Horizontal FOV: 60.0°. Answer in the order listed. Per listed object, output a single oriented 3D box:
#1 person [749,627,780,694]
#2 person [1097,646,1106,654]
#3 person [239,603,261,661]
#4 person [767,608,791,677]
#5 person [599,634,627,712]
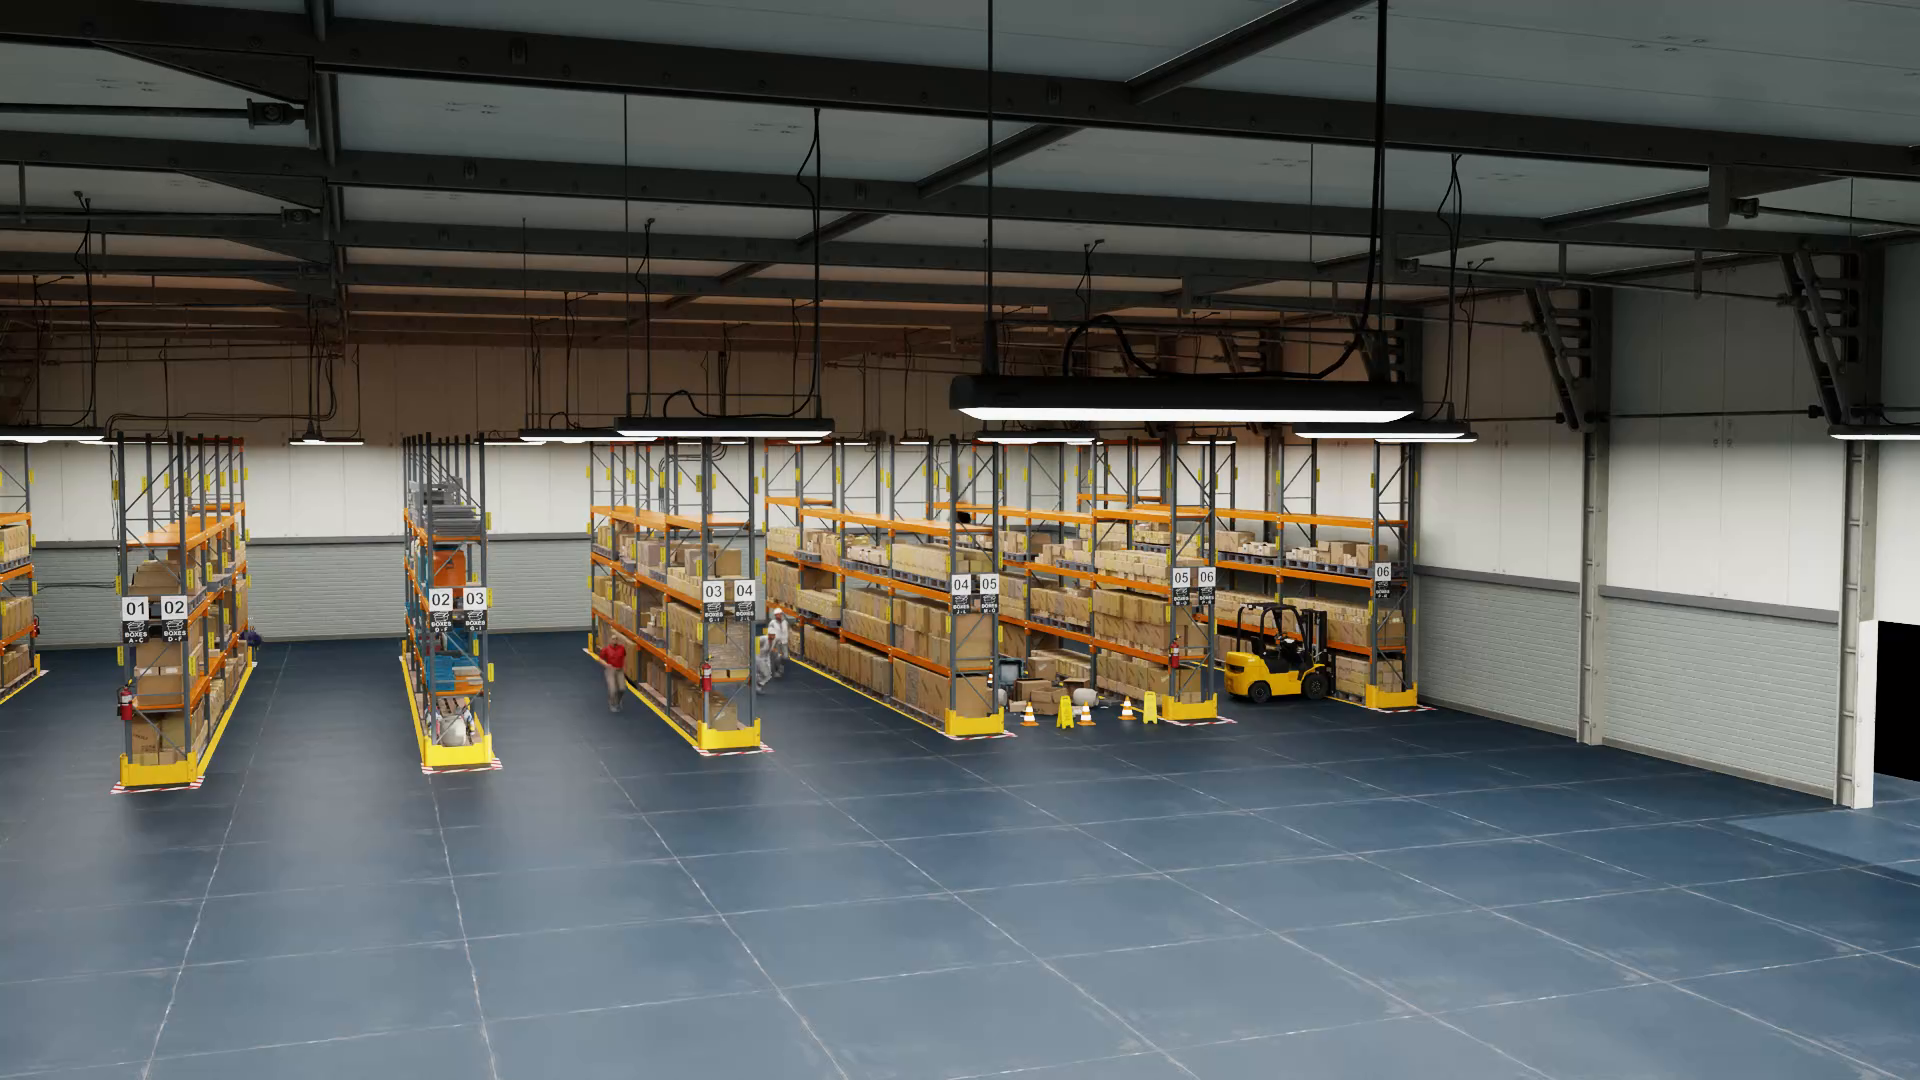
[{"bbox_3d":[-4.546,2.798,38.531,0.828,1.590,0.693,3,4,44],"label":"person"},{"bbox_3d":[3.696,2.462,43.083,0.675,1.807,0.693,-1,3,-20],"label":"person"},{"bbox_3d":[-19.071,2.447,44.496,0.604,1.618,0.595,0,3,2],"label":"person"},{"bbox_3d":[-4.488,2.558,41.434,0.640,1.726,0.662,-1,3,-24],"label":"person"},{"bbox_3d":[-7.463,2.882,35.944,0.660,1.693,0.584,-2,4,-27],"label":"person"}]
